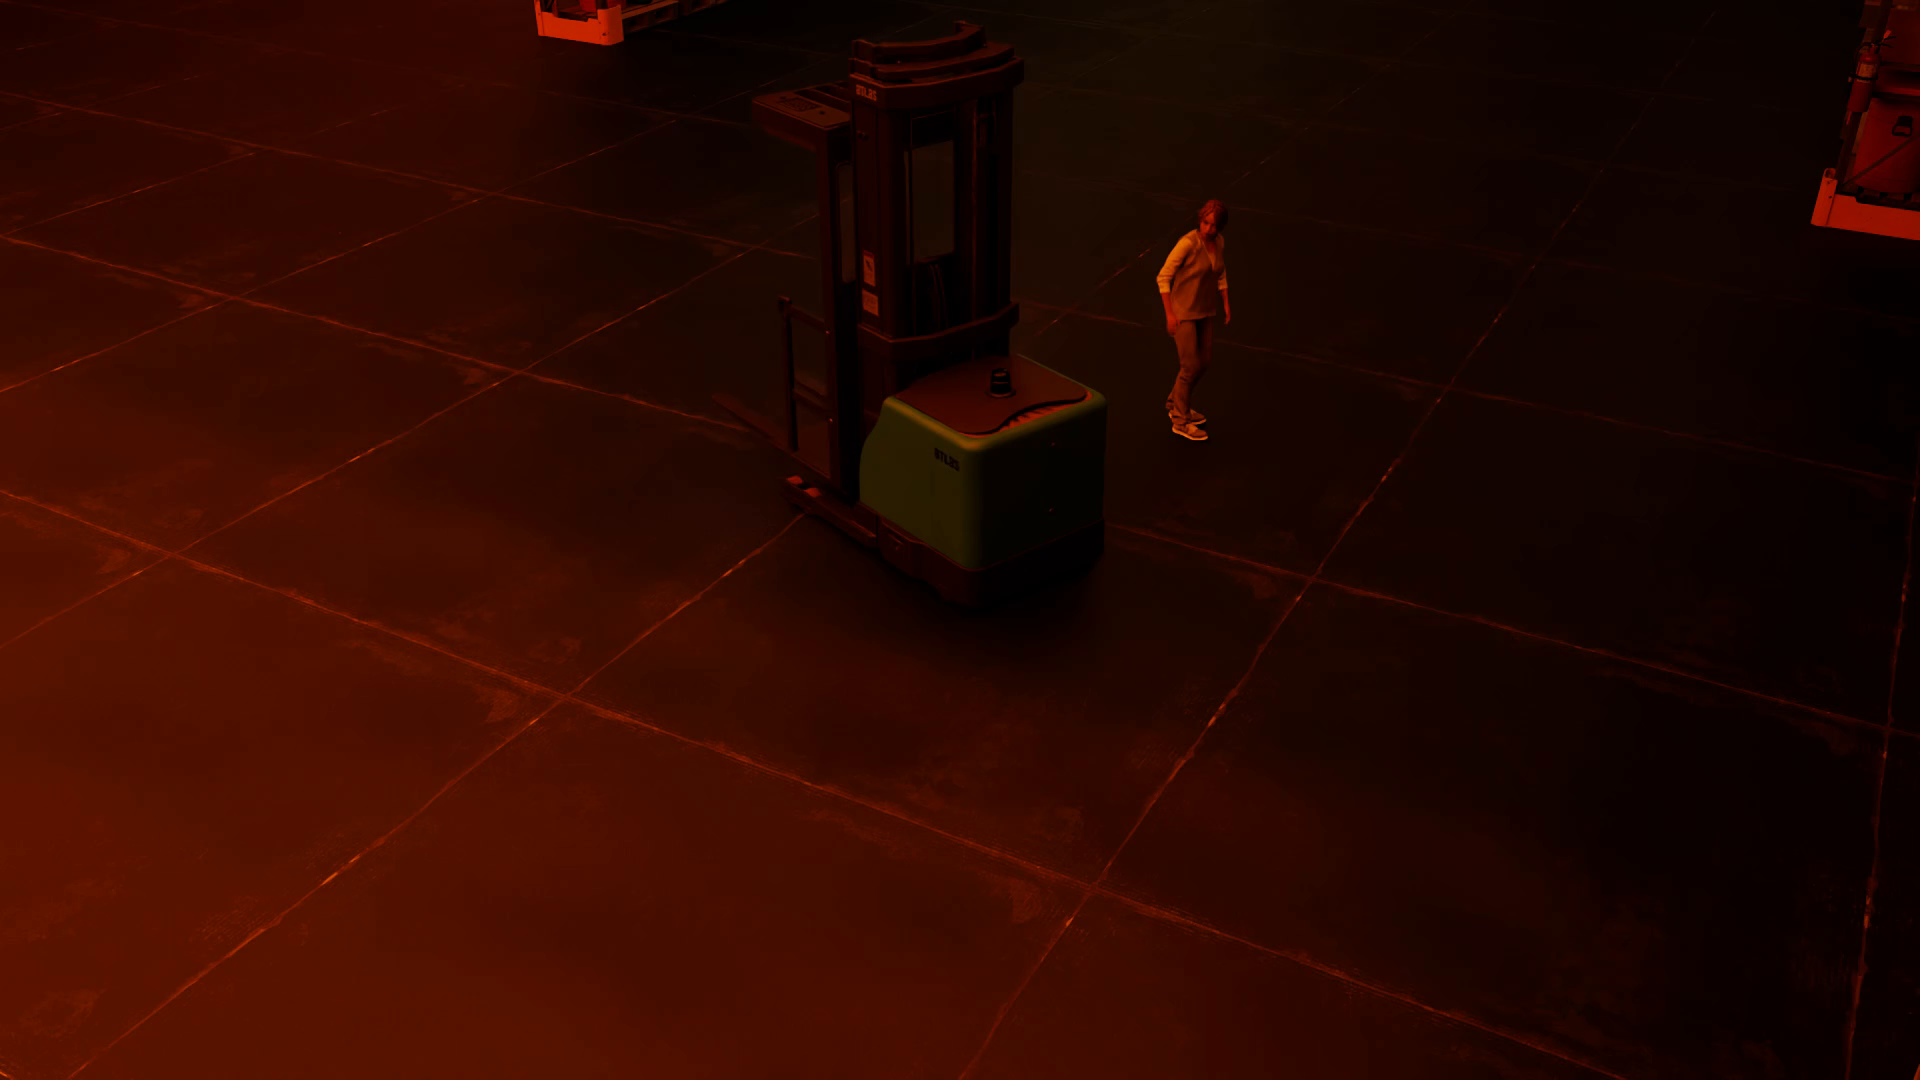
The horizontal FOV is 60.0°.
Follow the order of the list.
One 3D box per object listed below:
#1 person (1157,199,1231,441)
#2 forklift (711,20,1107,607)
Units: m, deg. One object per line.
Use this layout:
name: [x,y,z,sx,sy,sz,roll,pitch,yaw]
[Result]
person: [1.582,-1.461,10.958,0.449,1.581,0.618,26,39,37]
forklift: [-0.476,-1.566,9.783,1.130,2.935,3.031,-22,37,-33]
